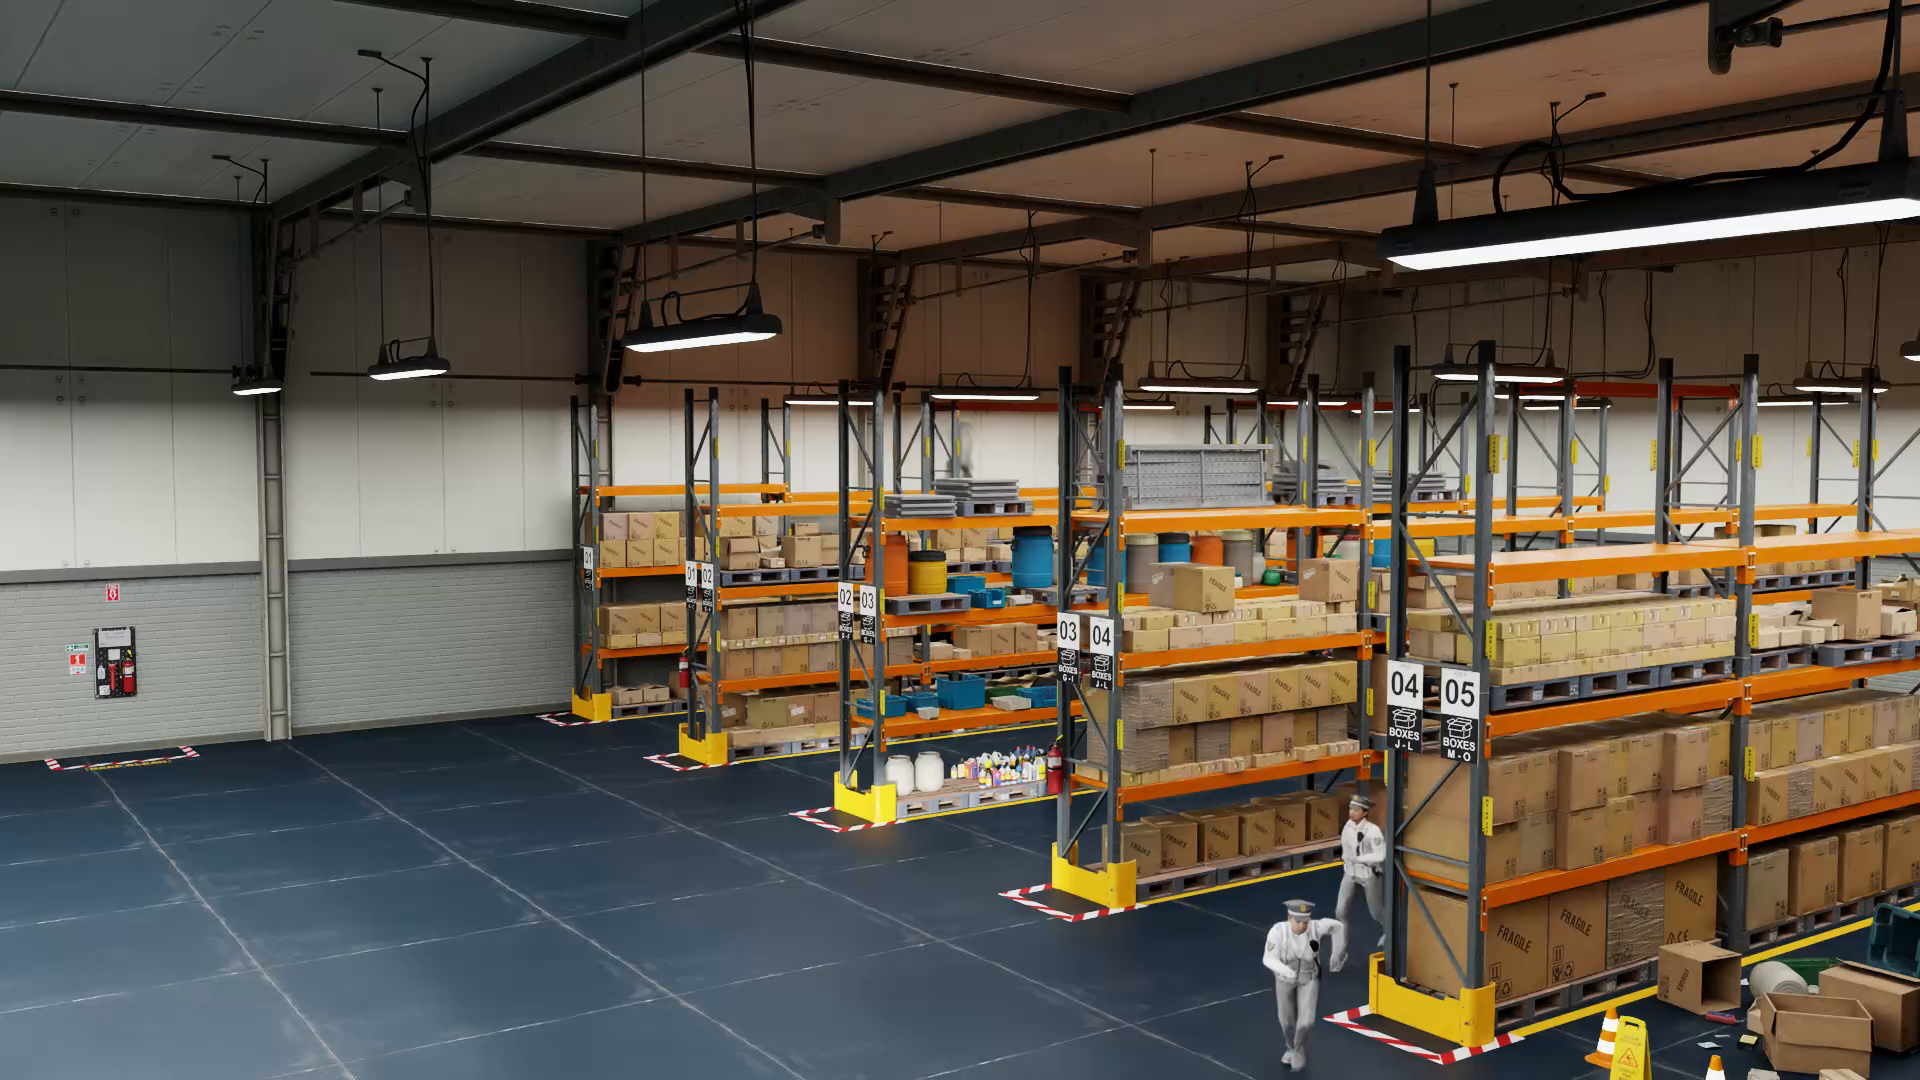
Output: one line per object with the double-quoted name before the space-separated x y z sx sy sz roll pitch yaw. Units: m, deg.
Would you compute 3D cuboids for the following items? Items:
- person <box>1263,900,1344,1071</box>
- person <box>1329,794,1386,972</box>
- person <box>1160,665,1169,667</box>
"person" 2.773 3.589 13.438 0.645 1.503 0.889 1 3 9
"person" 4.017 3.353 16.392 0.977 1.743 0.567 -3 5 -42
"person" 3.748 2.506 29.850 0.687 1.750 0.704 -3 5 -42
